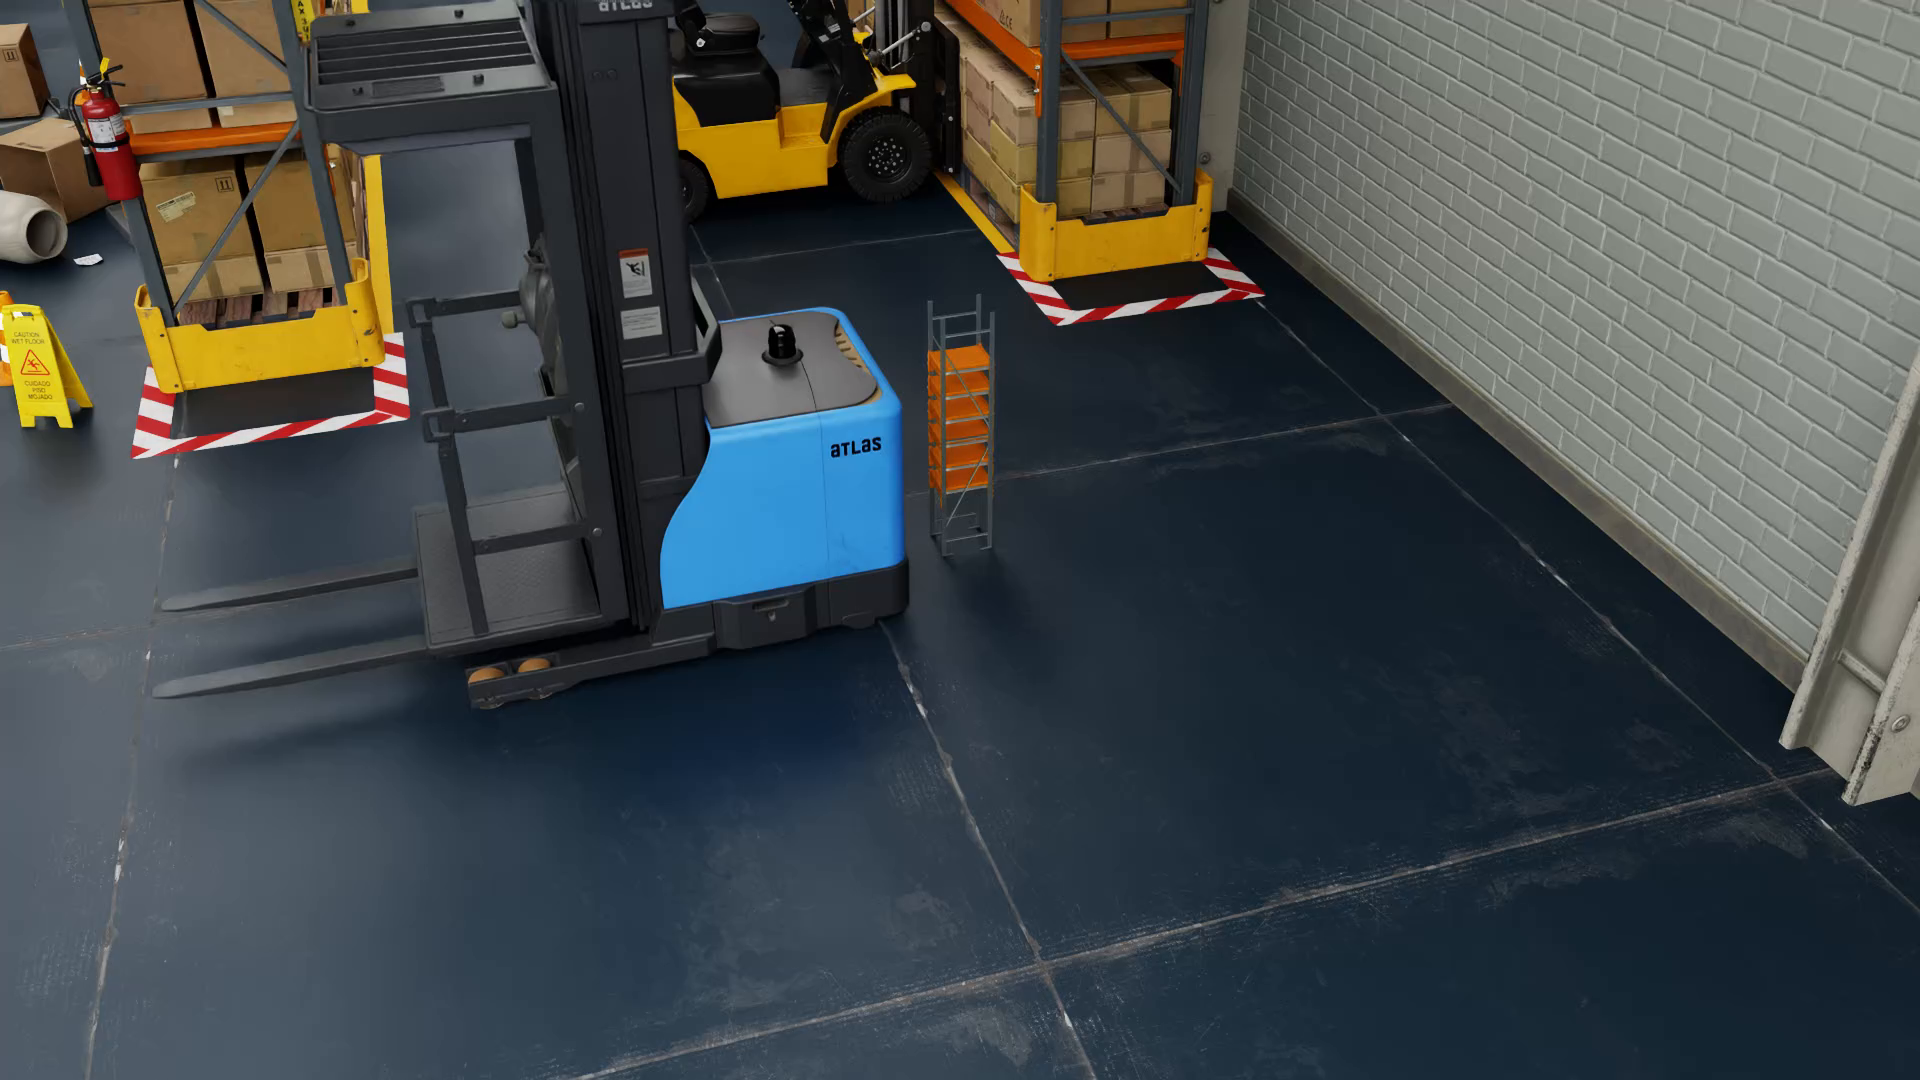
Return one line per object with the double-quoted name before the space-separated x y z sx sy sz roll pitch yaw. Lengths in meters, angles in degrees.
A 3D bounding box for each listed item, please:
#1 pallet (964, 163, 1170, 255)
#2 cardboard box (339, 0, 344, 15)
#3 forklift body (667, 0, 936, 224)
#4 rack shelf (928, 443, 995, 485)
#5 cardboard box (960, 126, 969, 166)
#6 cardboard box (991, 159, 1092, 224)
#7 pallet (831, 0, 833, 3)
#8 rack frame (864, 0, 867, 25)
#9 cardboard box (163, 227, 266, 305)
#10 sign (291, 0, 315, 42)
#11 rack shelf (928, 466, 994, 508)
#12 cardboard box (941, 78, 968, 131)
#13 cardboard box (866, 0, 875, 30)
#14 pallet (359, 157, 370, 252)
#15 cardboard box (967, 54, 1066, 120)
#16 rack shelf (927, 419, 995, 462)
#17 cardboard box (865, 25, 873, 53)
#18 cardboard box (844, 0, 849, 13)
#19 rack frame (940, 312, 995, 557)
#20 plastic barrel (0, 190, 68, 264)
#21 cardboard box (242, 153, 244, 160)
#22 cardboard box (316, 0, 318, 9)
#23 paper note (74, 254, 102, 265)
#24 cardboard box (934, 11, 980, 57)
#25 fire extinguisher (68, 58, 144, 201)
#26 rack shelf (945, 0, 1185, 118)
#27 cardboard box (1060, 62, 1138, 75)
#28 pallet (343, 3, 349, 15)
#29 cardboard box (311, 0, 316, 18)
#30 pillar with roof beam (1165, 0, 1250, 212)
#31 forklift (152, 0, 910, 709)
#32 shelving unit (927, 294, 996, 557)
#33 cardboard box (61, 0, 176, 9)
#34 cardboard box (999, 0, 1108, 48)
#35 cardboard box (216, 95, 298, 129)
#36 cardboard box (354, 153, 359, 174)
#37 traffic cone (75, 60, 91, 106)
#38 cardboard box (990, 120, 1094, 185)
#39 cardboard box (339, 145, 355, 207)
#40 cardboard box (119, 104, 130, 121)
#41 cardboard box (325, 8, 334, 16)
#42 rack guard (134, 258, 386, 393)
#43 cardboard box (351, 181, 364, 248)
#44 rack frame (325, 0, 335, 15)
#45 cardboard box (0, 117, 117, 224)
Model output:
"pallet" 0.680 -2.246 10.958 1.003 0.211 1.213 -10 35 -15
"cardboard box" -5.592 -4.374 13.652 0.950 0.372 0.625 -9 34 -13
"forklift body" -1.363 -3.350 10.869 2.313 2.155 1.214 -10 35 -15
"rack shelf" 0.004 -0.356 7.498 0.258 0.103 0.180 -10 35 -15
"cardboard box" 0.222 -2.764 11.325 0.500 0.250 0.500 -10 35 -14
"cardboard box" 0.508 -2.237 10.528 0.500 0.250 0.500 -10 35 -14
"pallet" -0.905 -4.974 15.086 1.003 0.211 1.213 -10 35 -15
"rack frame" -0.267 -5.115 12.771 1.000 3.000 0.127 -10 35 -15
"cardboard box" -4.283 -1.598 9.561 0.500 0.250 0.500 -10 35 -15
"sign" -3.257 -2.631 8.226 0.100 0.325 0.005 -10 35 -15
"rack shelf" 0.004 -0.256 7.565 0.258 0.103 0.180 -10 35 -15
"cardboard box" 0.186 -2.988 11.210 0.500 0.250 0.500 -11 35 -16
"cardboard box" -0.414 -4.046 12.812 0.500 0.250 0.500 -10 35 -15
"pallet" -4.379 -2.127 10.777 1.003 0.211 1.213 -10 35 -15
"cardboard box" 0.354 -2.917 10.650 0.500 0.250 0.500 -9 35 -14
"rack shelf" 0.004 -0.456 7.432 0.258 0.103 0.180 -10 35 -15
"cardboard box" -0.435 -3.834 12.944 0.500 0.250 0.500 -10 35 -14
"cardboard box" -0.667 -4.981 14.340 0.875 0.625 0.625 -10 35 -15
"rack frame" 0.032 -0.445 7.335 0.240 1.200 0.006 -10 35 -15
"plastic barrel" -5.845 -1.934 10.292 0.512 0.421 0.421 13 36 18
"cardboard box" -4.428 -2.170 9.746 0.500 0.500 0.500 -9 34 -13
"cardboard box" -4.134 -3.444 9.881 0.500 0.500 0.500 -11 35 -16
"paper note" -5.437 -1.752 10.374 0.142 0.019 0.148 -23 40 -31
"cardboard box" 0.043 -3.448 11.453 0.500 0.250 0.500 -11 35 -16
"fire extinguisher" -4.177 -2.009 8.139 0.296 0.674 0.183 -10 35 -15
"rack shelf" 0.343 -3.765 11.380 1.077 0.370 4.000 -10 35 -15
"cardboard box" 0.830 -3.006 10.785 0.500 0.250 0.500 -10 35 -15
"pallet" -5.608 -4.166 13.862 1.003 0.211 1.213 -10 35 -15
"cardboard box" -3.815 -2.911 9.074 0.500 0.500 0.500 -9 35 -13
"pillar with roof beam" -2.501 -5.311 7.626 9.100 9.000 0.400 -10 35 -15
"forklift" -1.794 -0.868 6.405 3.031 2.935 1.130 -11 35 -15
"shelving unit" 0.004 -0.493 7.408 0.258 1.200 0.189 -10 35 -15
"cardboard box" -4.137 -2.993 8.291 0.700 0.500 0.500 -11 35 -16
"cardboard box" 0.552 -3.271 9.889 0.500 0.500 0.500 -11 35 -16
"cardboard box" -3.680 -2.287 8.718 0.380 0.149 0.250 -10 35 -15
"cardboard box" -4.234 -2.496 10.920 0.500 0.250 0.500 -9 35 -14
"traffic cone" -6.705 -3.636 12.833 0.336 0.463 0.334 -10 35 -15
"cardboard box" 0.507 -2.455 10.404 0.500 0.250 0.500 -10 35 -15
"cardboard box" -3.927 -2.276 9.906 0.500 0.500 0.500 -11 35 -17
"cardboard box" -4.274 -2.349 8.811 0.380 0.149 0.250 -10 35 -15
"cardboard box" -4.557 -3.354 11.538 0.500 0.500 0.500 -10 35 -15
"rack guard" -3.796 -1.176 9.076 1.175 0.500 0.348 -10 35 -15
"cardboard box" -3.905 -1.946 10.087 0.500 0.250 0.500 -9 34 -13
"rack frame" -4.993 -4.279 11.504 1.000 3.000 0.127 -10 35 -15
"cardboard box" -5.962 -2.446 10.995 0.500 0.500 0.500 13 36 18
